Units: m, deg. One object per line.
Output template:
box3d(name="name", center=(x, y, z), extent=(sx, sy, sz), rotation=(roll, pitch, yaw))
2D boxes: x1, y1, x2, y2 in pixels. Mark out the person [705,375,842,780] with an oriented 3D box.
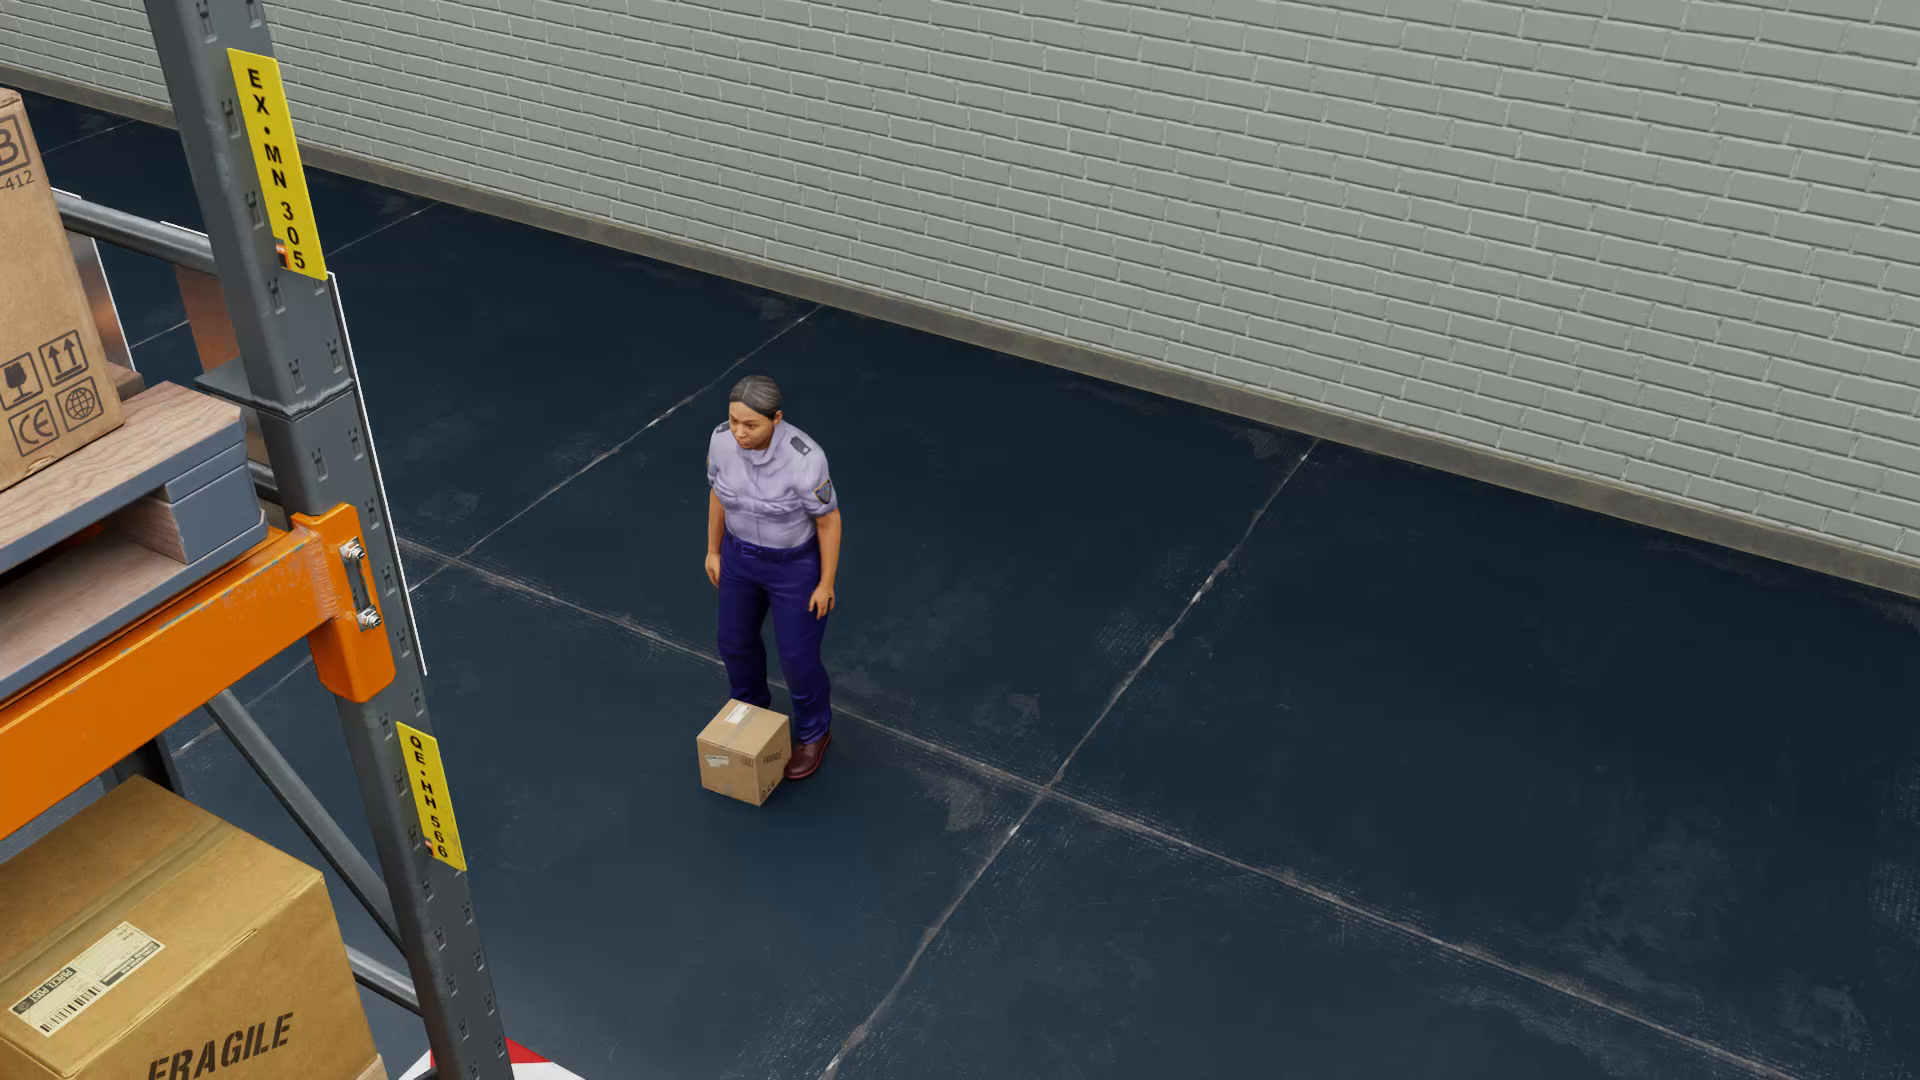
box3d(name="person", center=(-0.687, 0.102, 6.001), extent=(0.560, 1.651, 0.374), rotation=(16, 37, 21))
